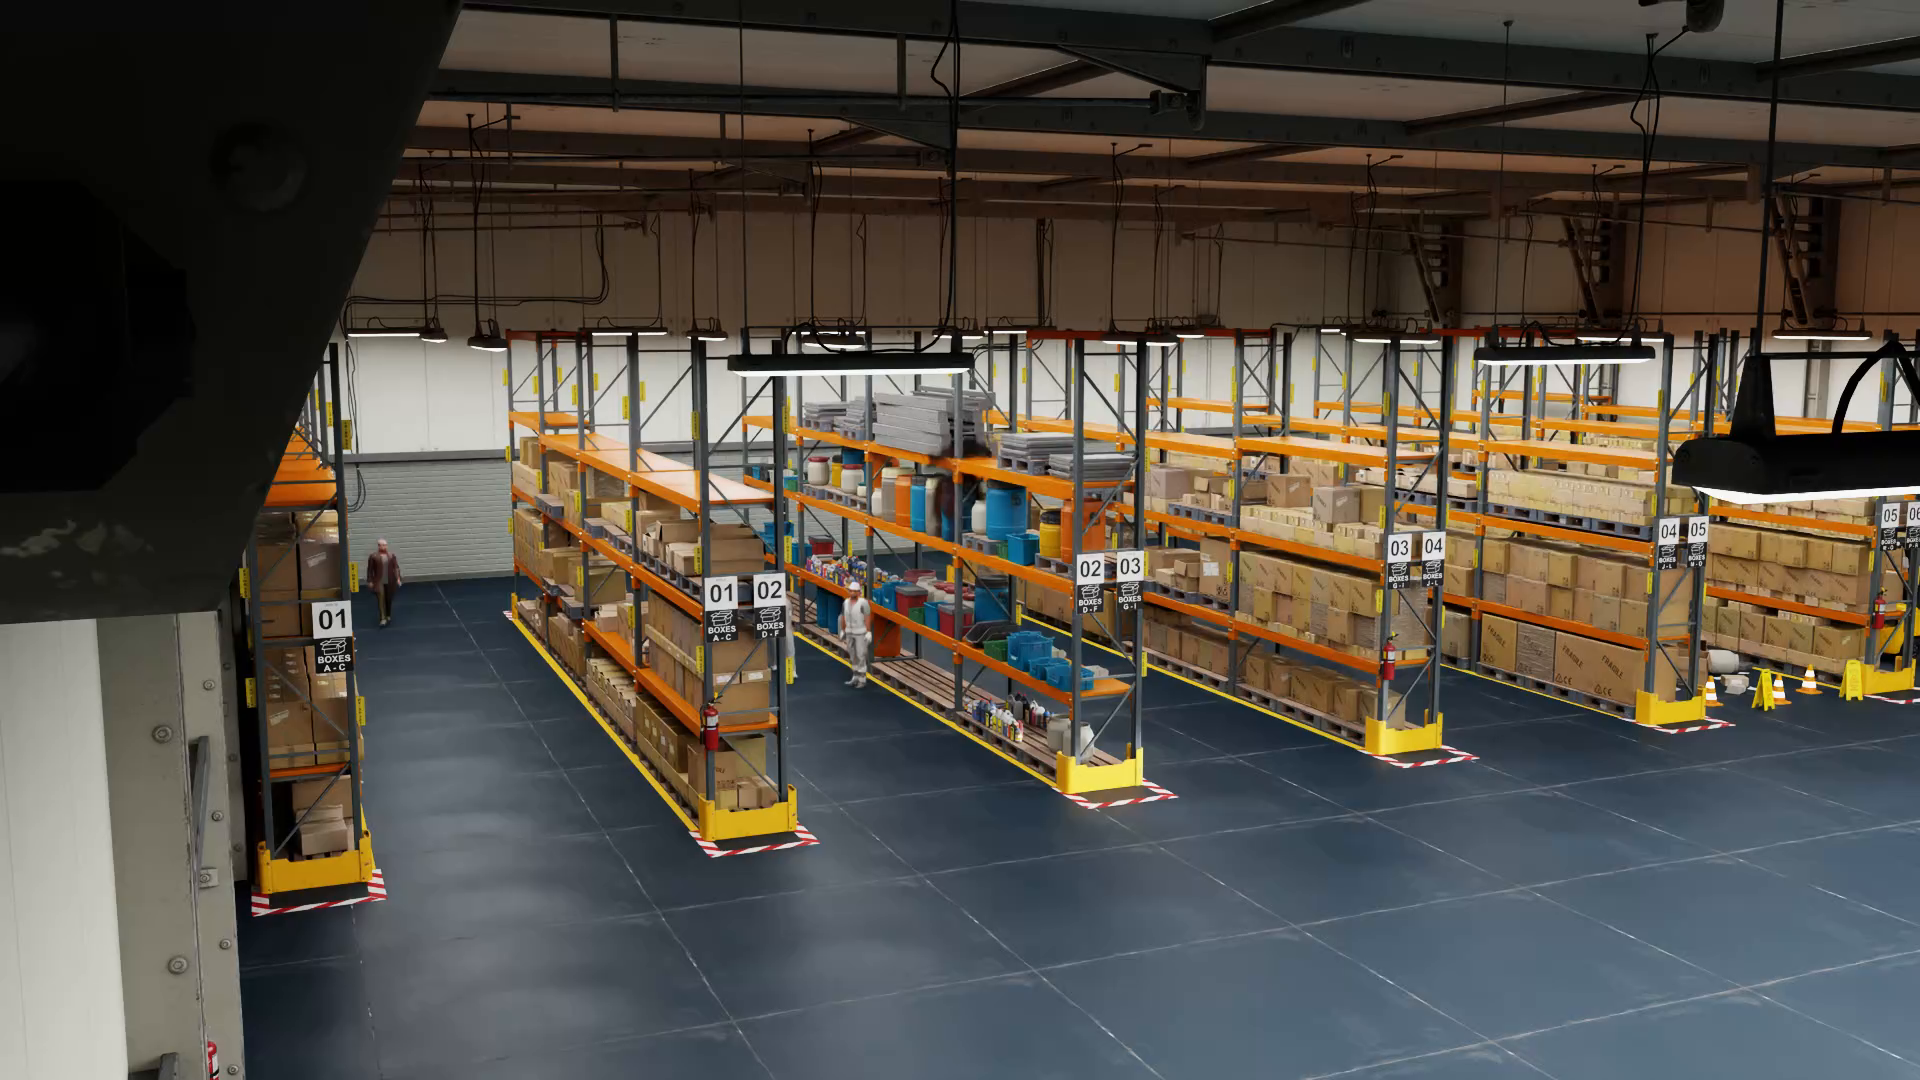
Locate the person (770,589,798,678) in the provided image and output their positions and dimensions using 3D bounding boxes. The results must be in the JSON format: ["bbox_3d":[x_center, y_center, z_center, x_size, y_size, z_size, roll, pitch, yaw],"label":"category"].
[{"bbox_3d":[-3.103,1.585,29.067,0.465,1.615,0.995,-3,8,-19],"label":"person"}]

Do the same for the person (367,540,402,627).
[{"bbox_3d":[-11.709,0.853,33.824,0.666,1.719,1.120,-3,8,-23],"label":"person"}]

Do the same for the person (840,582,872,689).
[{"bbox_3d":[-1.780,1.594,28.151,0.653,1.791,0.381,5,9,32],"label":"person"}]
